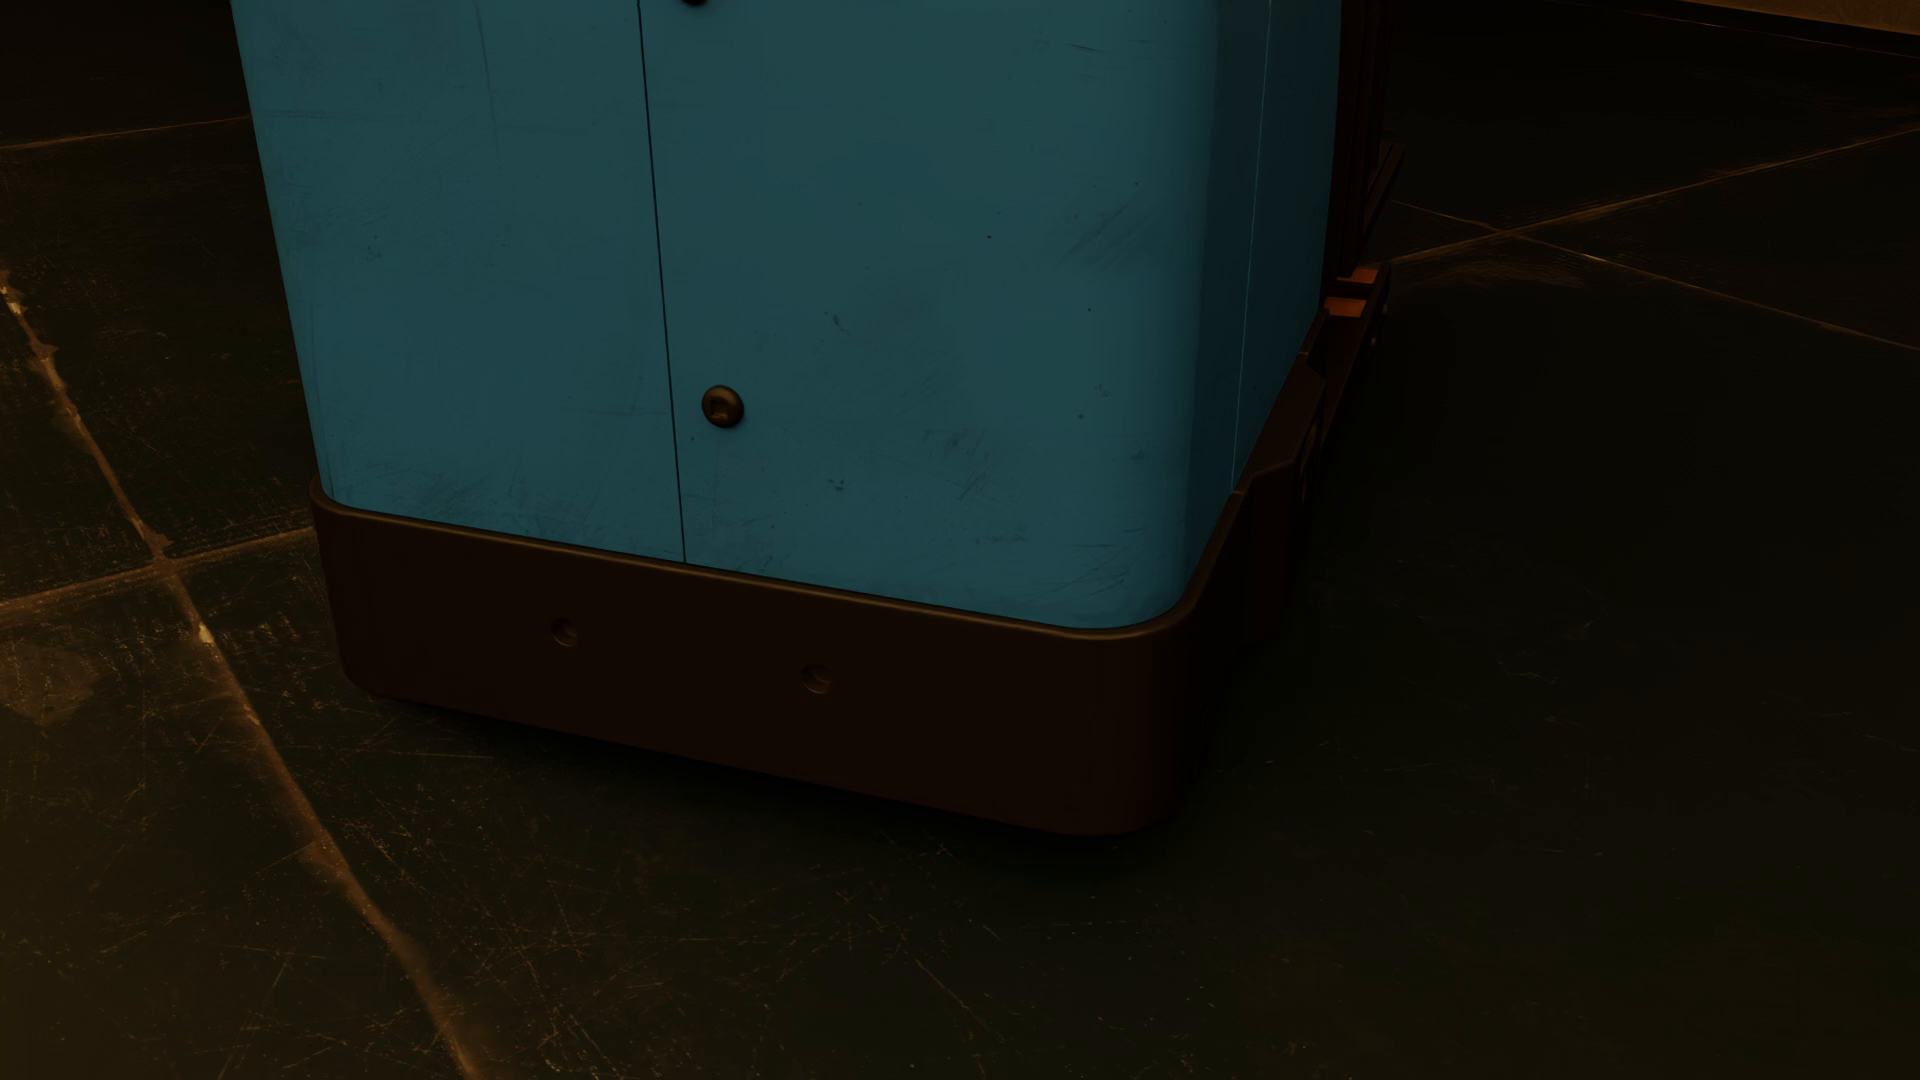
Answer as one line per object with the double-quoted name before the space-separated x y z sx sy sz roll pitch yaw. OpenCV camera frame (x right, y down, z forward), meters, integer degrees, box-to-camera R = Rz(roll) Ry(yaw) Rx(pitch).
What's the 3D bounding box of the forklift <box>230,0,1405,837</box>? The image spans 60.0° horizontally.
"forklift" 0.201 -1.642 2.505 1.130 2.935 3.031 9 28 17
